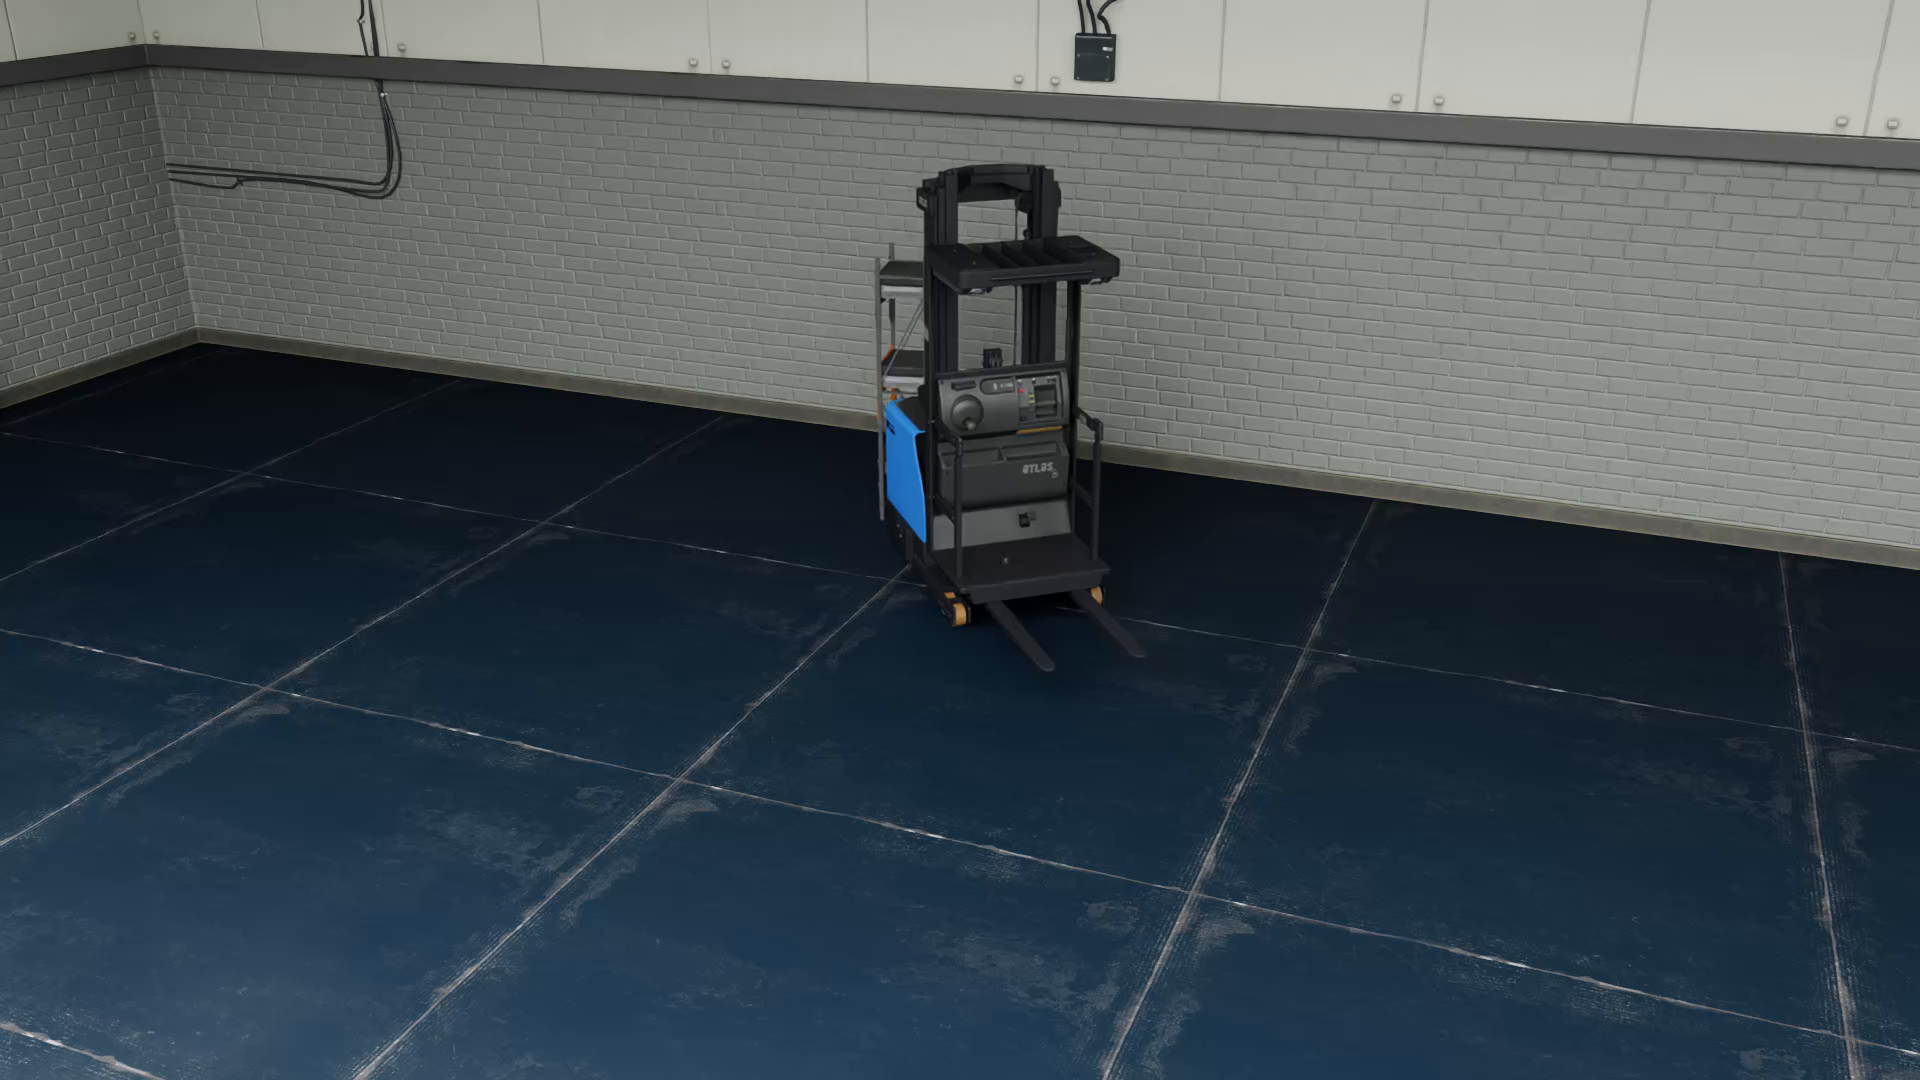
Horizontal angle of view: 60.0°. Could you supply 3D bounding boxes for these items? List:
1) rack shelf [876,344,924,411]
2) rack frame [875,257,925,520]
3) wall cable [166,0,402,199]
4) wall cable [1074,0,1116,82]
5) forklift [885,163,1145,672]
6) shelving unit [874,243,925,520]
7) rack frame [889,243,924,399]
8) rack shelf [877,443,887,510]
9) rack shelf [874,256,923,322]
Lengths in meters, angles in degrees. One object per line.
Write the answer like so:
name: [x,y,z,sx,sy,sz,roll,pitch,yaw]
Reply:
rack shelf: [-0.389,-1.195,12.921,0.431,0.518,0.480,4,23,10]
rack frame: [-0.433,-1.115,12.694,0.400,2.100,0.015,4,23,10]
wall cable: [-6.822,-4.626,16.179,3.097,2.526,0.112,9,24,20]
wall cable: [1.986,-6.263,11.657,2.305,6.003,0.169,9,24,20]
forklift: [0.371,-0.934,11.183,1.130,2.935,3.031,-7,24,-17]
shelving unit: [-0.389,-1.207,12.916,0.431,2.100,0.503,4,23,10]
rack frame: [-0.345,-1.300,13.137,0.400,2.100,0.015,4,23,10]
rack shelf: [-0.389,-0.549,13.191,0.431,0.518,0.480,4,23,10]
rack shelf: [-0.389,-1.841,12.651,0.431,0.518,0.480,4,23,10]
